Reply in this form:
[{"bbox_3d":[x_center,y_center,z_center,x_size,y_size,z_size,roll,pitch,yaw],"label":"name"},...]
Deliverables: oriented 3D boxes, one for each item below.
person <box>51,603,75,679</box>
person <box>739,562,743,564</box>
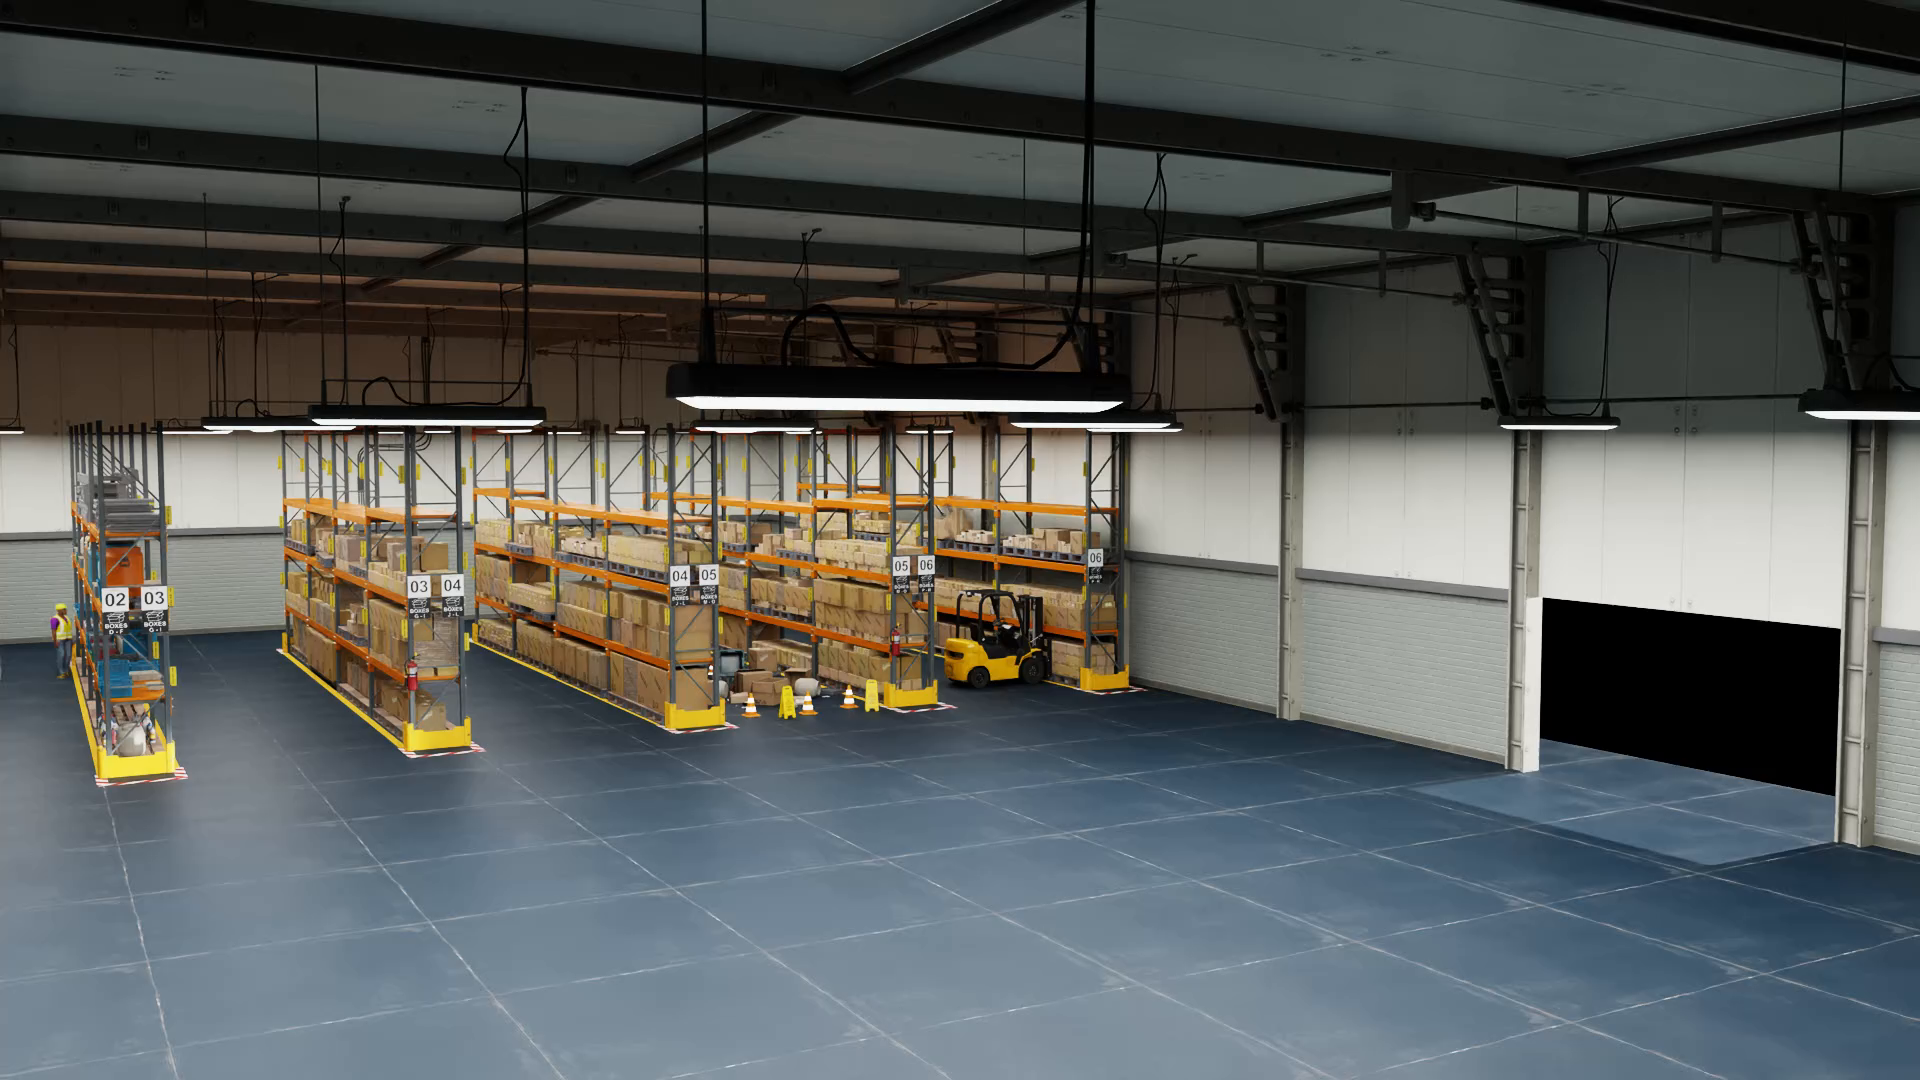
[{"bbox_3d":[-21.376,2.413,39.720,0.587,1.795,0.580,2,4,28],"label":"person"},{"bbox_3d":[-6.987,1.601,52.964,0.597,1.772,0.651,0,4,-3],"label":"person"}]
